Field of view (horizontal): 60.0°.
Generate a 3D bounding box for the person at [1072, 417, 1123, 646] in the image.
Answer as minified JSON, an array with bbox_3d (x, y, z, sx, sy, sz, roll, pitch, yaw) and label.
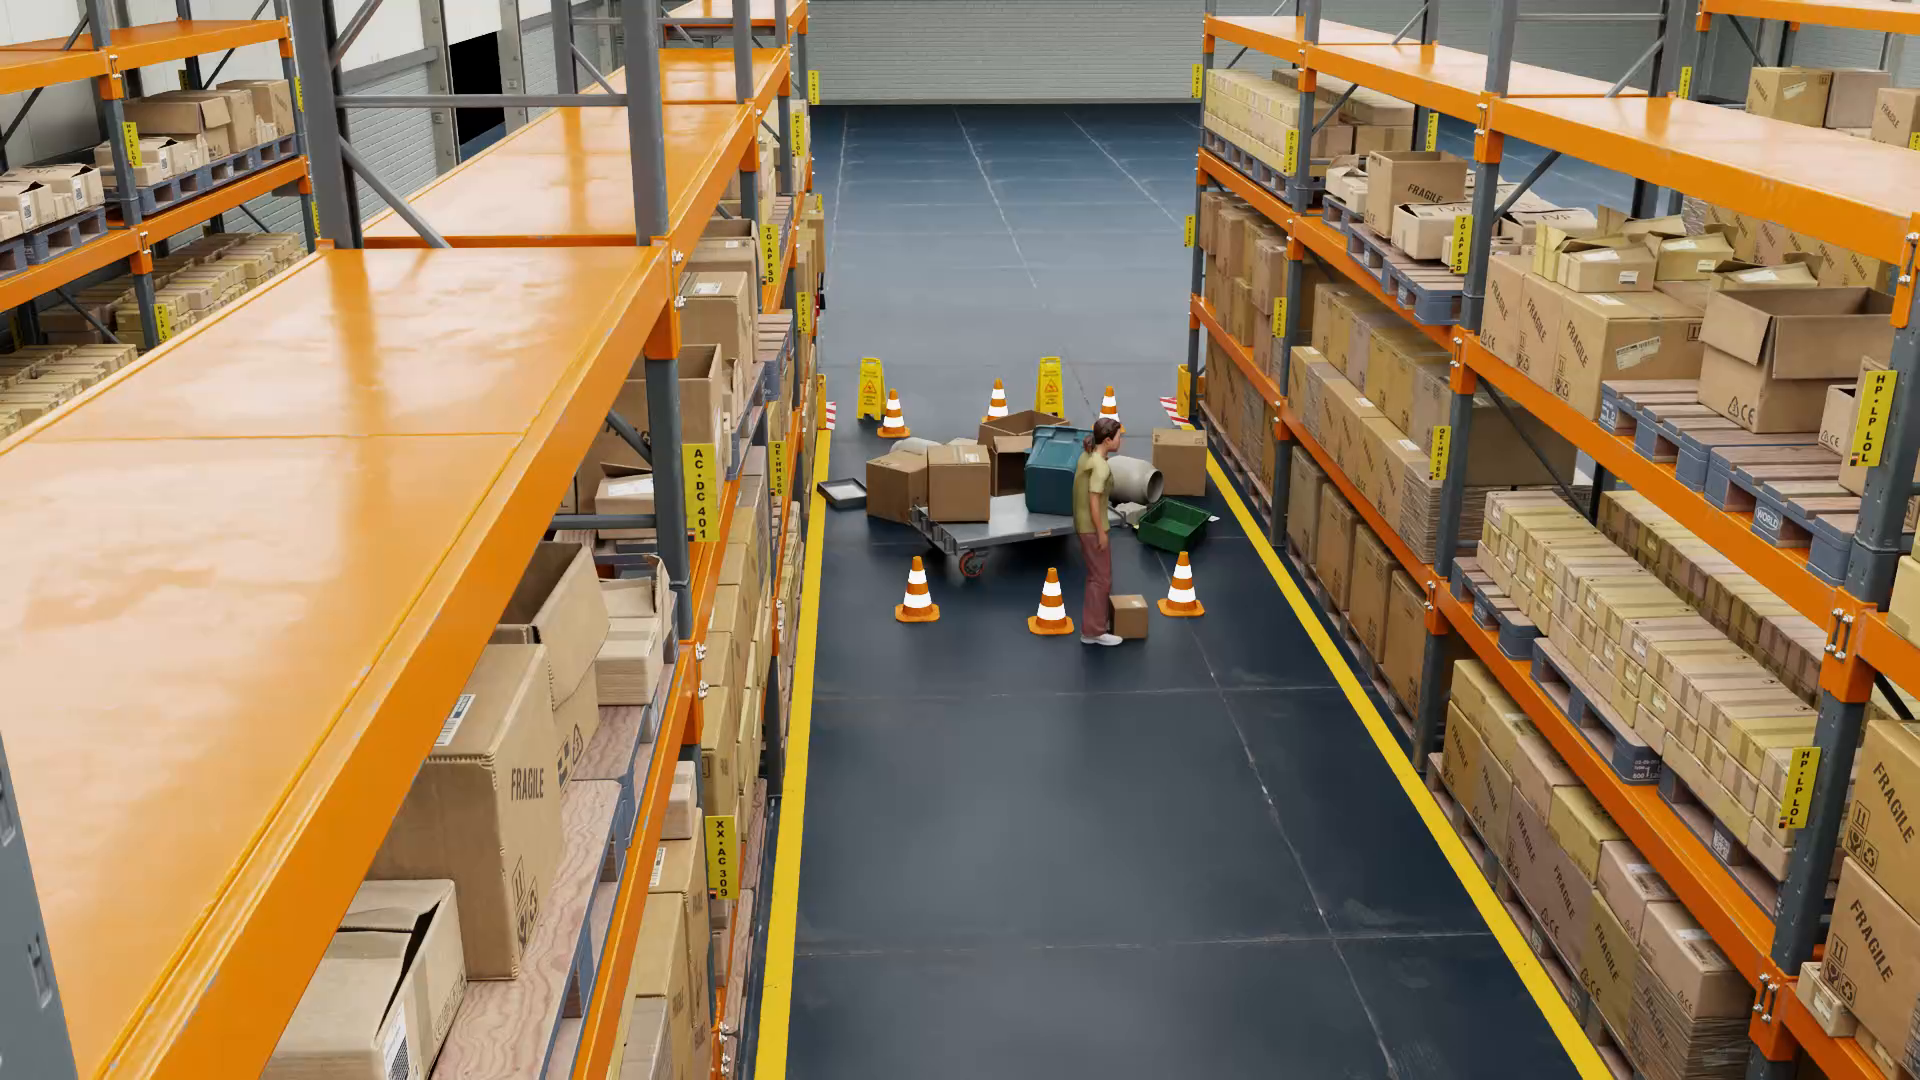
[{"bbox_3d":[1.029,-0.084,12.133,0.416,1.671,0.502,-2,21,-5],"label":"person"}]
